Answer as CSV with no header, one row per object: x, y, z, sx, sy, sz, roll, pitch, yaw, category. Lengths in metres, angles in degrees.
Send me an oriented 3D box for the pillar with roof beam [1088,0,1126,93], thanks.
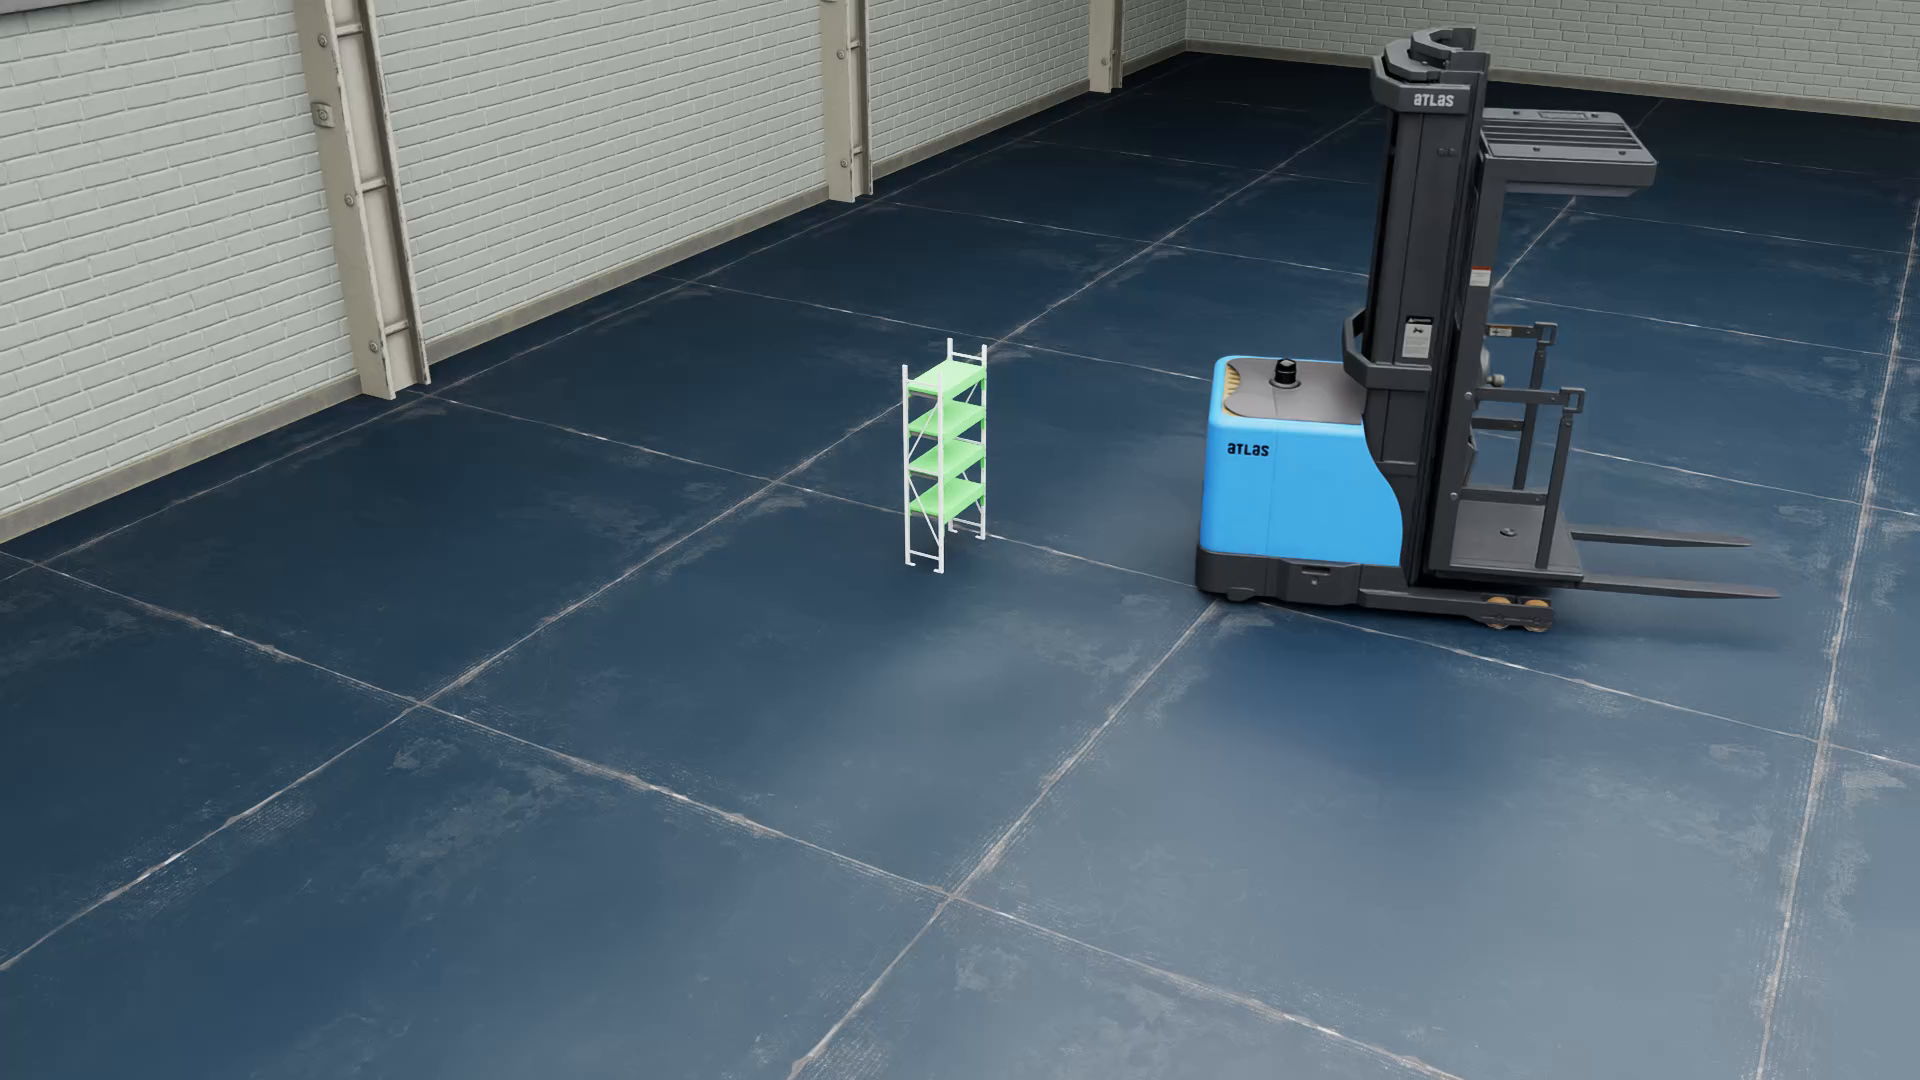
5.599,-8.850,17.376,9.100,9.000,0.400,14,30,26,pillar with roof beam

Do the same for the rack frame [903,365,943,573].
-0.201,-0.377,9.163,0.240,1.200,0.015,14,30,26,rack frame

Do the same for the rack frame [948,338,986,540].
0.039,-0.567,9.542,0.240,1.200,0.015,14,30,26,rack frame

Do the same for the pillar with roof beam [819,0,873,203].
2.648,-6.512,12.705,9.100,9.000,0.400,14,30,26,pillar with roof beam

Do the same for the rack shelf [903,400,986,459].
-0.081,-0.629,9.274,0.258,0.148,0.480,14,30,26,rack shelf

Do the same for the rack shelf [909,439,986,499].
-0.081,-0.415,9.381,0.258,0.148,0.480,14,30,26,rack shelf

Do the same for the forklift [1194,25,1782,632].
2.852,-1.083,8.639,3.031,2.935,1.130,5,27,9,forklift

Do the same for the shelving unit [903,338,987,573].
-0.081,-0.472,9.353,0.258,1.200,0.503,14,30,26,shelving unit

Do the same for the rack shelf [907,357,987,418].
-0.081,-0.844,9.166,0.258,0.148,0.480,14,30,26,rack shelf

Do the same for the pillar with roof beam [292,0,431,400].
-0.304,-4.173,8.034,9.100,9.000,0.400,14,30,26,pillar with roof beam

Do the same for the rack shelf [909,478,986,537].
-0.081,-0.200,9.489,0.258,0.148,0.480,14,30,26,rack shelf
